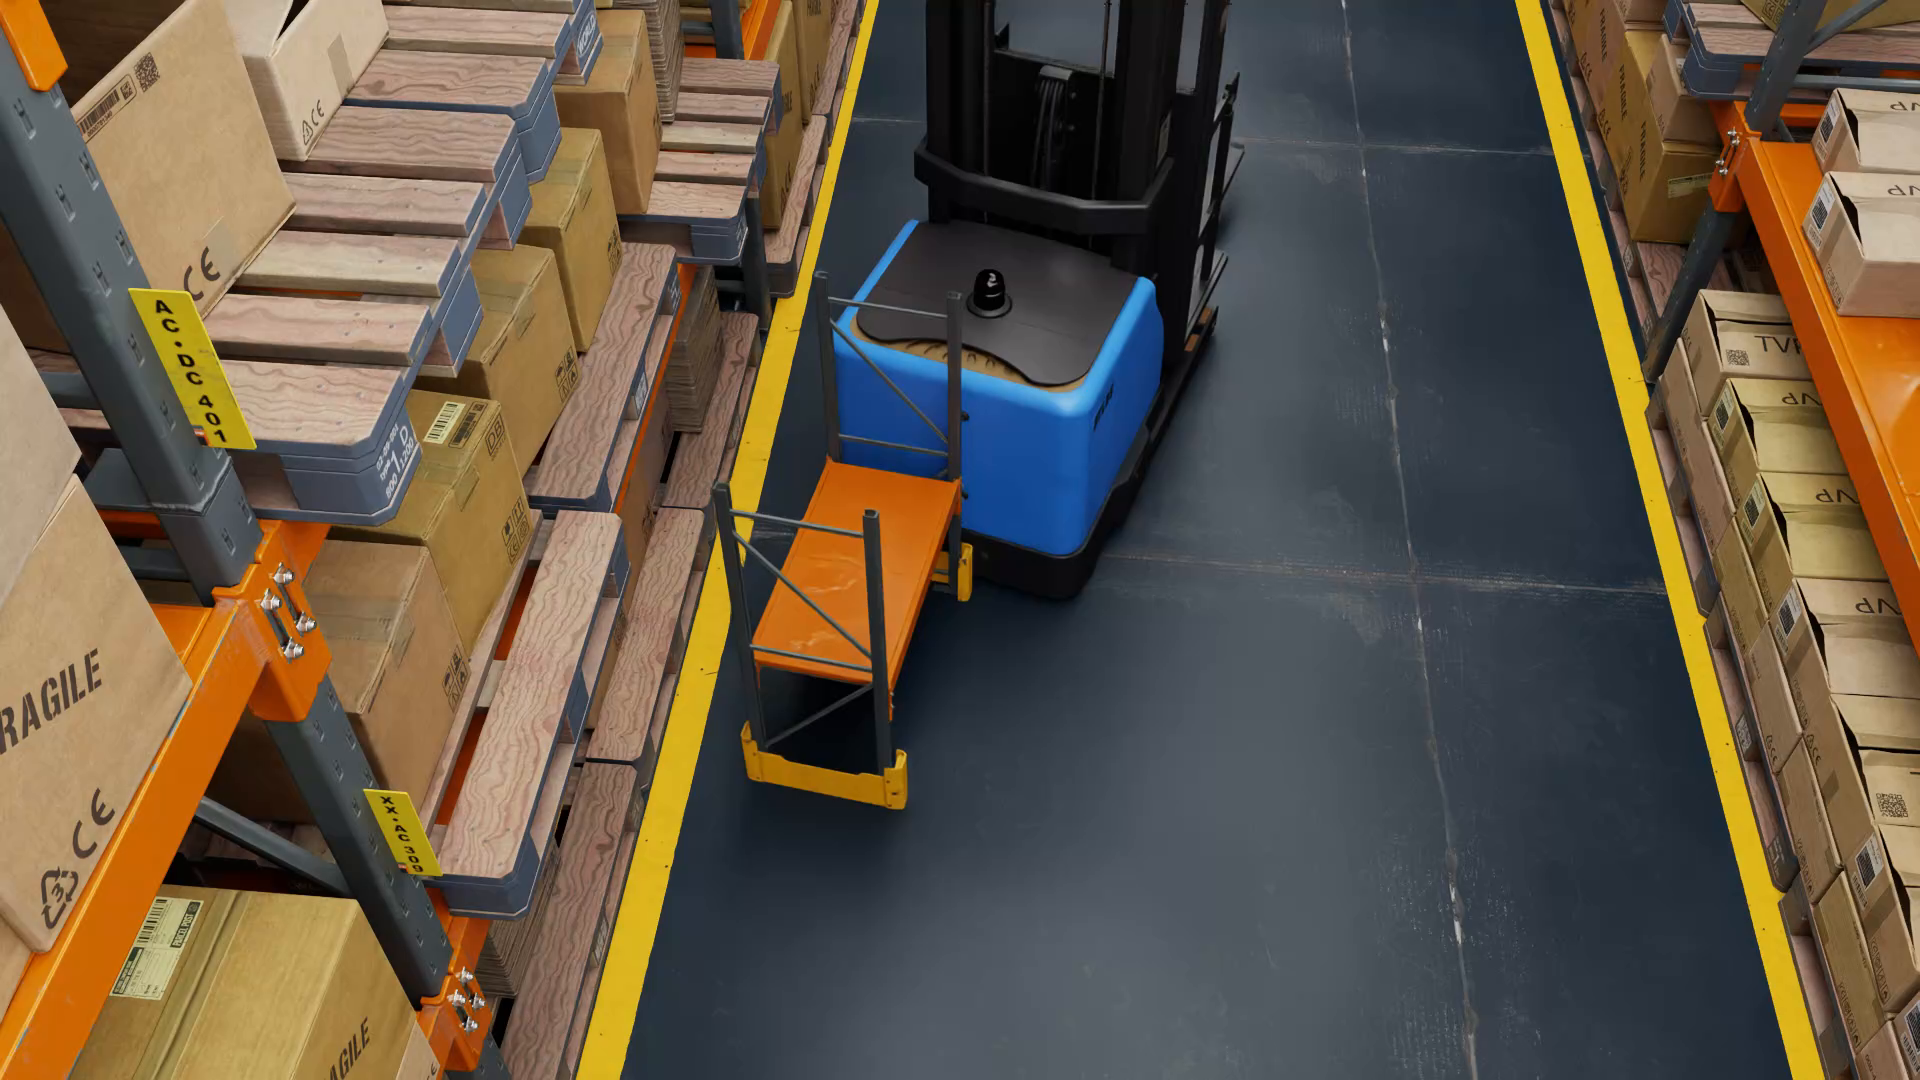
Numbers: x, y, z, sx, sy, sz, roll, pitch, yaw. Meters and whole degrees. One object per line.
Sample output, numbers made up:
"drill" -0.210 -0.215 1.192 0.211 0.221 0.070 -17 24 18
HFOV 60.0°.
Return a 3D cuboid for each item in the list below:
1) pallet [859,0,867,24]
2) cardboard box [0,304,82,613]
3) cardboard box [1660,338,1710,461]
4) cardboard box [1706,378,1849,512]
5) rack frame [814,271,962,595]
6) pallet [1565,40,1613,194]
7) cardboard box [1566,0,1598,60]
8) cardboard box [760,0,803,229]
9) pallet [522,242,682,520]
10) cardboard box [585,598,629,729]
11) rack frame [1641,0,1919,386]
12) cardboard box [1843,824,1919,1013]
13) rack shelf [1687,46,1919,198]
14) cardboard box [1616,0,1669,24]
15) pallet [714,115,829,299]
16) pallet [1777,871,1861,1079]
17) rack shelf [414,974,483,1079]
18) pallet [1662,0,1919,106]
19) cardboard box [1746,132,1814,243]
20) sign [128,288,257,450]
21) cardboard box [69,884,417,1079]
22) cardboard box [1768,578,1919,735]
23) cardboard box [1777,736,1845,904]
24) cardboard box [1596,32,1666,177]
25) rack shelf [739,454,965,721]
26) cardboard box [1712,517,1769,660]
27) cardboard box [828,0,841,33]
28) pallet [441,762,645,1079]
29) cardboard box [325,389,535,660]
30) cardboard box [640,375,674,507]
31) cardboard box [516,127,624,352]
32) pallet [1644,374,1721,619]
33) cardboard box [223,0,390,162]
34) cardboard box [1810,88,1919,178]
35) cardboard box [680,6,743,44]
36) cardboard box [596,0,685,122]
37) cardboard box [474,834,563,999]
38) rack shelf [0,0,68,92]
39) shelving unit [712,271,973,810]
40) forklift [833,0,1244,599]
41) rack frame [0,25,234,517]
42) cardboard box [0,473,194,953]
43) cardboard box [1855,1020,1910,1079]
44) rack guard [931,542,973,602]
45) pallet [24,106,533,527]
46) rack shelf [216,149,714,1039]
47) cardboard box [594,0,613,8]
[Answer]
"pallet" -1.006 -3.472 9.808 1.003 0.211 1.213 4 48 4
"cardboard box" -1.515 -0.110 2.052 0.500 0.500 0.500 0 48 0
"cardboard box" 3.218 -0.564 6.838 0.500 0.250 0.500 4 48 3
"cardboard box" 3.179 -0.366 6.277 0.500 0.311 0.500 3 48 3
"rack frame" -0.241 -0.341 6.071 0.500 1.500 0.032 10 48 9
"pallet" 3.778 -2.214 8.658 1.003 0.211 1.213 4 48 4
"cardboard box" 3.545 -2.861 8.756 0.500 0.500 0.500 4 48 4
"cardboard box" -1.178 -1.993 7.739 0.750 0.750 0.750 3 48 3
"pallet" -1.515 -0.523 5.352 1.003 0.211 1.213 4 48 4
"cardboard box" -1.605 0.292 5.872 0.700 0.500 0.500 4 48 4
"rack frame" 3.558 -1.715 6.312 1.000 3.000 0.127 4 48 4
"cardboard box" 2.986 1.122 4.916 0.500 0.311 0.500 5 48 5
"rack shelf" 3.740 -2.942 7.922 1.077 0.370 4.000 4 48 4
"cardboard box" 3.500 -2.770 8.164 0.500 0.250 0.500 3 48 3
"pallet" -1.228 -1.679 8.168 1.003 0.211 1.213 4 48 4
"pallet" 3.222 1.621 5.150 1.003 0.211 1.213 4 48 4
"rack shelf" -1.922 2.606 2.847 1.077 0.370 4.000 4 48 4
"pallet" 3.550 -2.153 6.843 1.213 0.211 1.003 4 48 4
"cardboard box" 3.926 -1.720 7.712 0.500 0.500 0.500 2 48 2
"sign" -1.199 -0.262 2.600 0.100 0.325 0.005 4 48 4
"cardboard box" -1.475 1.053 3.360 0.500 0.500 0.500 4 48 3
"cardboard box" 3.084 0.386 5.589 0.500 0.311 0.500 3 48 3
"cardboard box" 3.037 0.939 5.463 0.500 0.250 0.500 5 48 4
"cardboard box" 3.457 -2.103 8.063 0.500 0.500 0.500 2 48 2
"rack shelf" -0.361 0.145 5.871 0.538 0.185 1.000 10 48 9
"cardboard box" 3.132 0.188 6.150 0.500 0.250 0.500 3 48 2
"cardboard box" -1.018 -3.261 8.898 0.750 0.750 0.750 5 48 5
"pallet" -1.670 1.263 5.478 1.003 0.211 1.213 4 48 4
"cardboard box" -1.601 -0.070 4.442 0.700 0.500 0.500 8 48 8
"cardboard box" -1.552 -0.447 6.548 0.700 0.500 0.500 4 48 3
"cardboard box" -1.499 -0.965 5.260 0.700 0.500 0.500 4 48 4
"pallet" 3.444 -0.172 6.790 1.003 0.211 1.213 4 48 4
"cardboard box" -1.554 -1.079 3.473 0.500 0.311 0.500 5 48 5
"cardboard box" 3.482 -1.421 6.103 0.500 0.311 0.500 7 48 6
"cardboard box" -1.115 -2.194 6.906 0.380 0.149 0.250 3 48 3
"cardboard box" -1.408 -1.882 6.098 0.700 0.500 0.500 -1 48 -1
"cardboard box" -1.689 1.047 5.181 0.700 0.500 0.500 5 48 5
"rack shelf" -1.557 -2.223 3.469 1.077 0.370 4.000 4 48 4
"shelving unit" -0.359 0.017 5.744 0.587 1.500 1.083 10 48 9
"forklift" 0.529 -1.867 6.498 1.130 2.935 3.031 17 50 15
"rack frame" -1.740 -1.131 1.712 1.000 3.000 0.127 4 48 4
"cardboard box" -1.540 0.230 2.418 0.500 0.500 0.500 5 48 5
"cardboard box" 2.943 1.686 4.780 0.500 0.250 0.500 3 48 3
"rack guard" -0.241 0.082 6.532 0.587 0.250 0.087 10 48 9
"pallet" -1.577 -0.502 3.296 1.213 0.211 1.003 4 48 4
"rack shelf" -1.557 -0.333 5.535 1.077 0.370 4.000 4 48 4
"cardboard box" -1.391 -1.954 5.725 0.380 0.149 0.250 -3 48 -3
